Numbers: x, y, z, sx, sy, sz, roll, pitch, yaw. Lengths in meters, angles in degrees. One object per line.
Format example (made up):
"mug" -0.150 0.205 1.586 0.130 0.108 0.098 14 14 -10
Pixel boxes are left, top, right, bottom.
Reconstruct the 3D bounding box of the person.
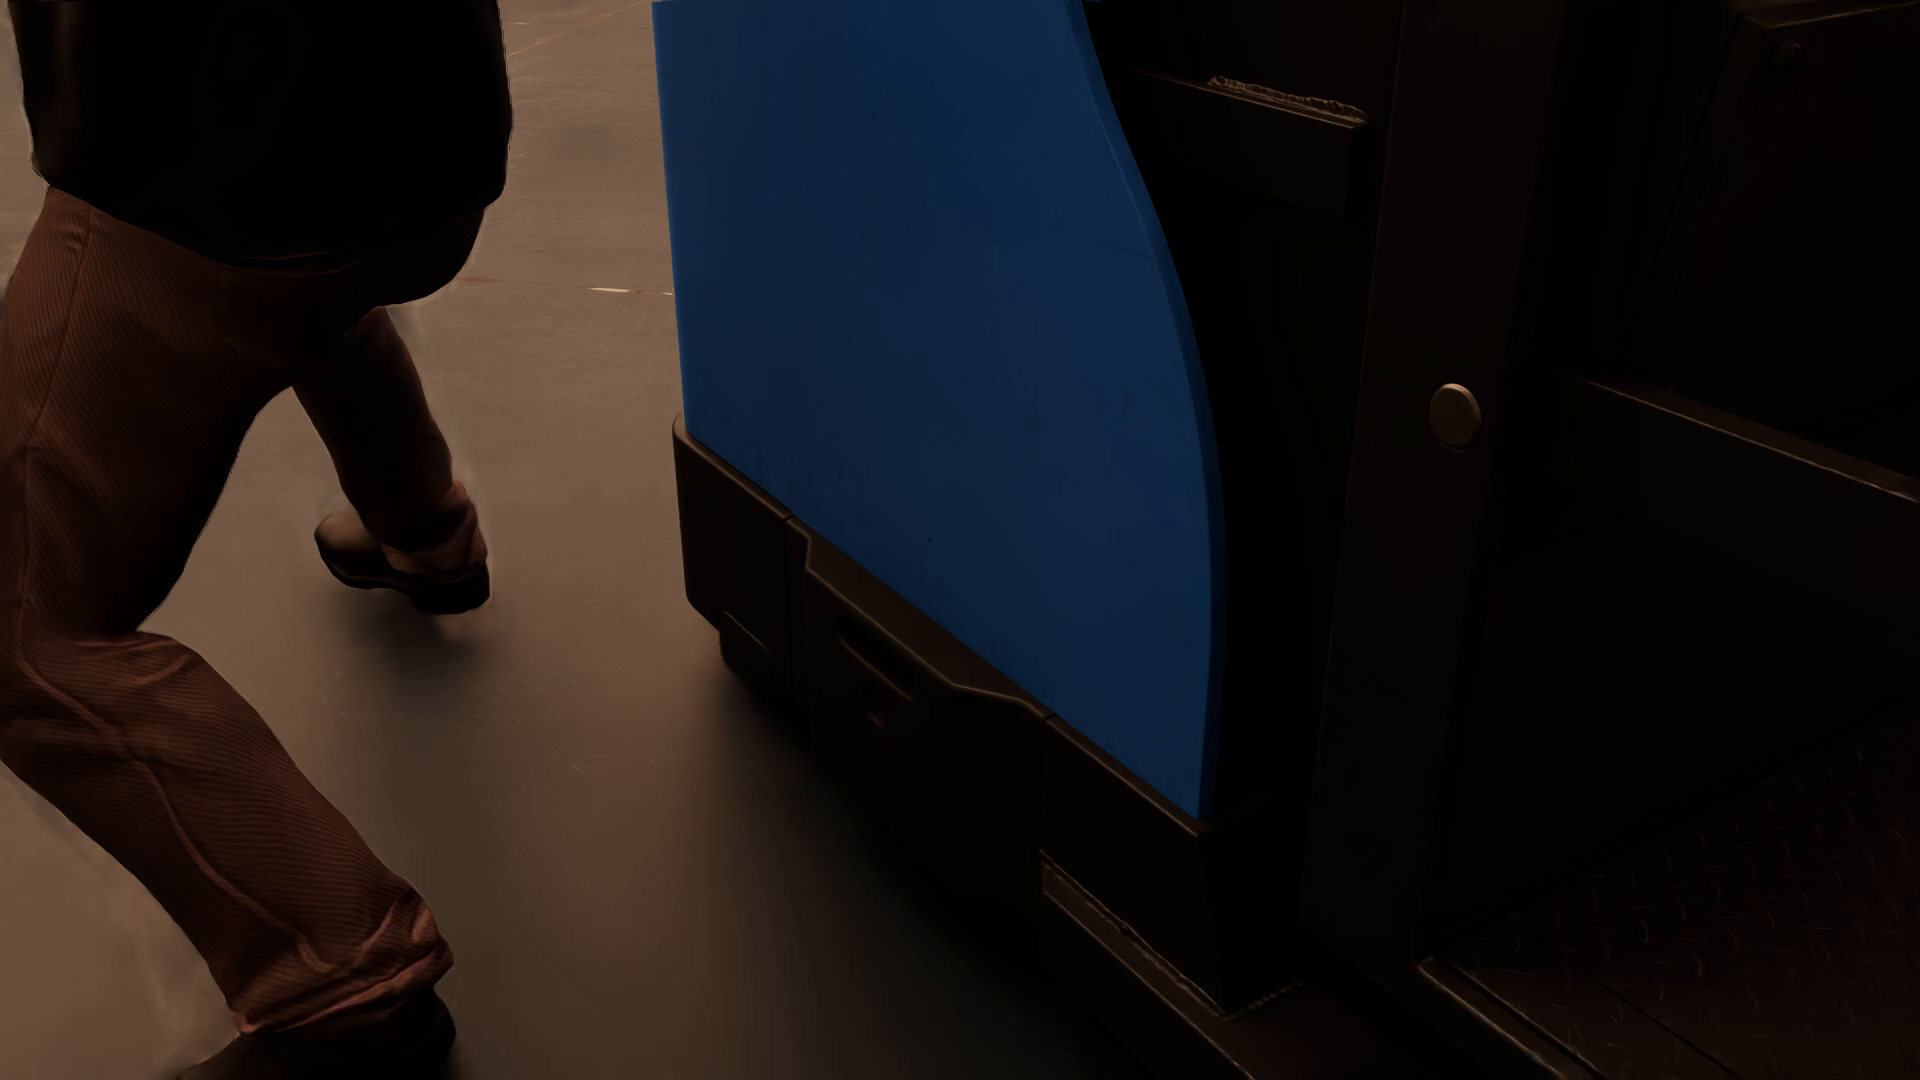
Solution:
"person" -0.724 -0.356 1.544 0.812 1.609 0.975 13 29 24

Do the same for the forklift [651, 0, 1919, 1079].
"forklift" 0.870 -0.758 0.749 1.130 2.935 3.031 -17 31 -30
